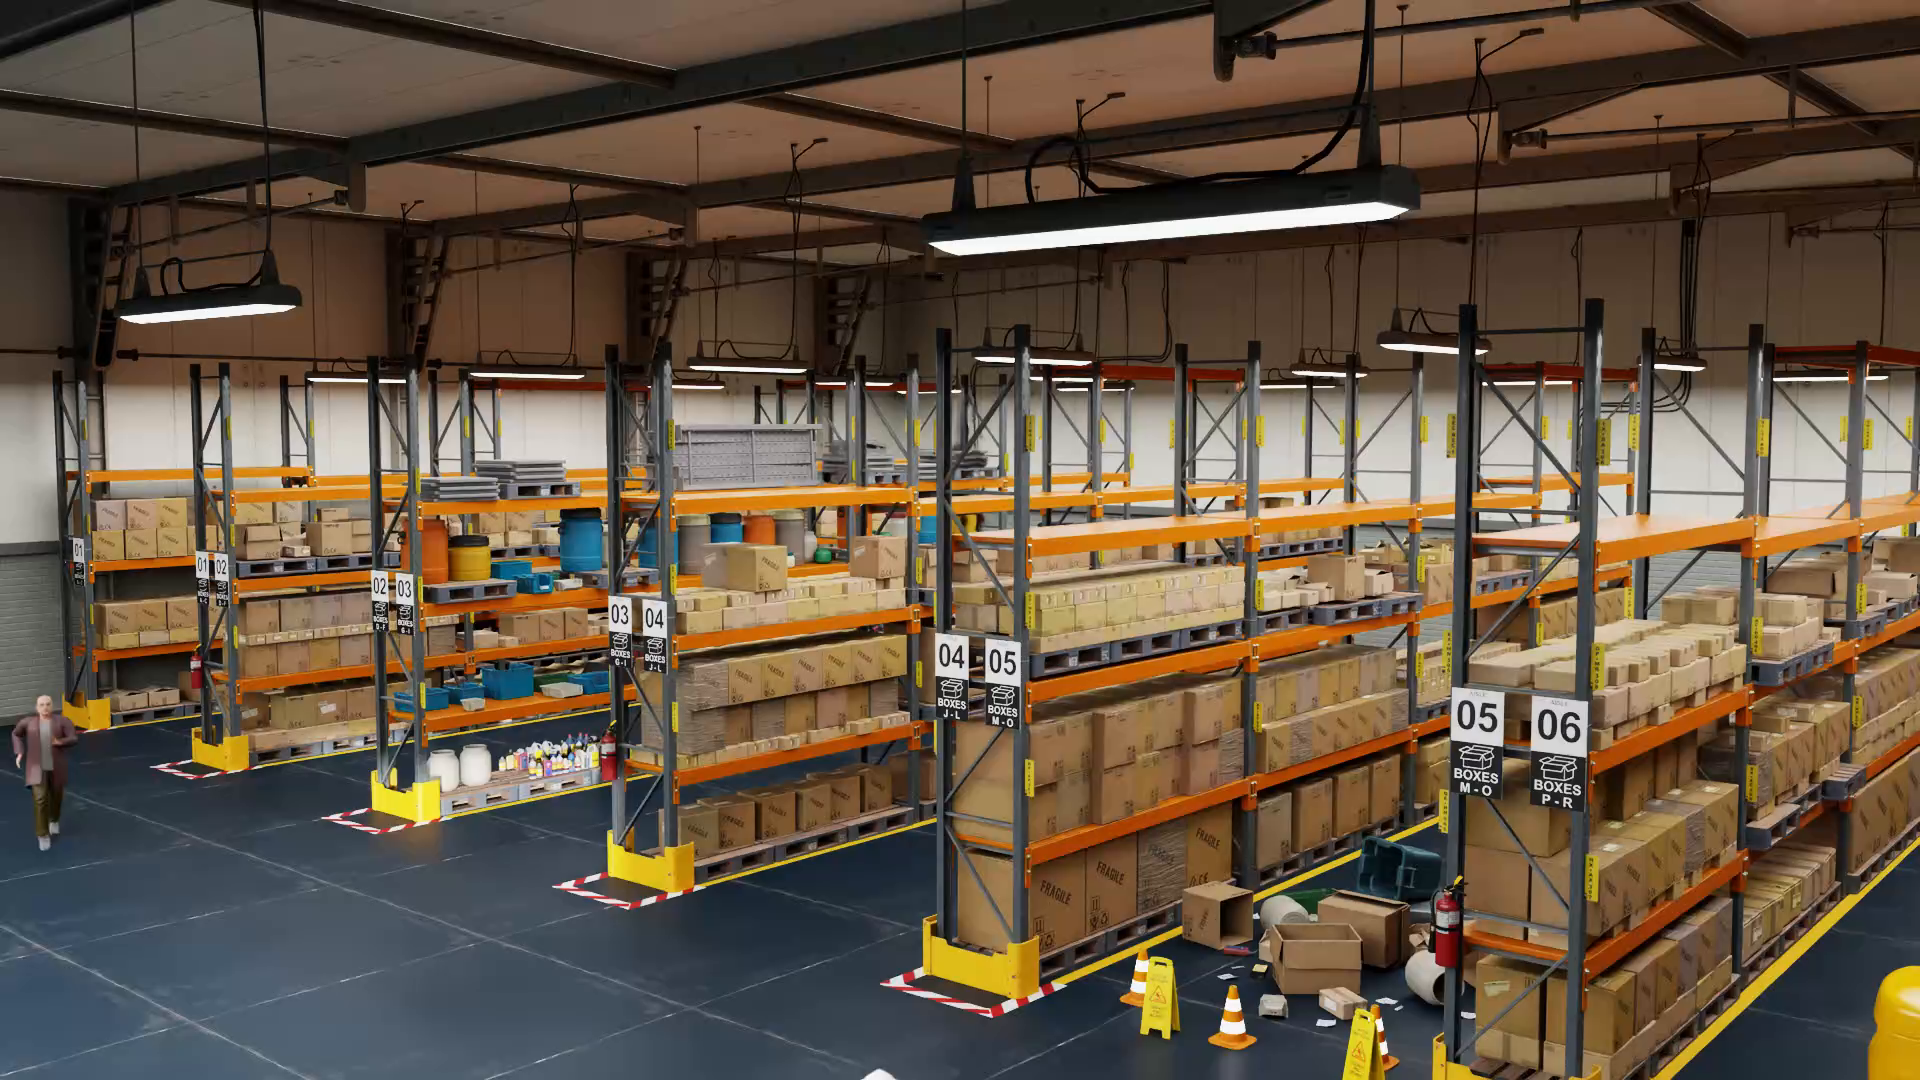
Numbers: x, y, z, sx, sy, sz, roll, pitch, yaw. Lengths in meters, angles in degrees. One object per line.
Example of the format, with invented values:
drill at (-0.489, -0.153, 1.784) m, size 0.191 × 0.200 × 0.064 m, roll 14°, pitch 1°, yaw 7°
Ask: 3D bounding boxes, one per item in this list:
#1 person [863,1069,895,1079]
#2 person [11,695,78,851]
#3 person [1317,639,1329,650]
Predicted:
person at (-0.390, 3.654, 8.697) m, size 0.711 × 1.742 × 0.583 m, roll -1°, pitch 4°, yaw -7°
person at (-11.136, 2.791, 20.276) m, size 0.688 × 1.806 × 0.996 m, roll -3°, pitch 5°, yaw -34°
person at (5.845, 2.416, 26.754) m, size 0.573 × 1.718 × 0.821 m, roll 3°, pitch 5°, yaw 32°
